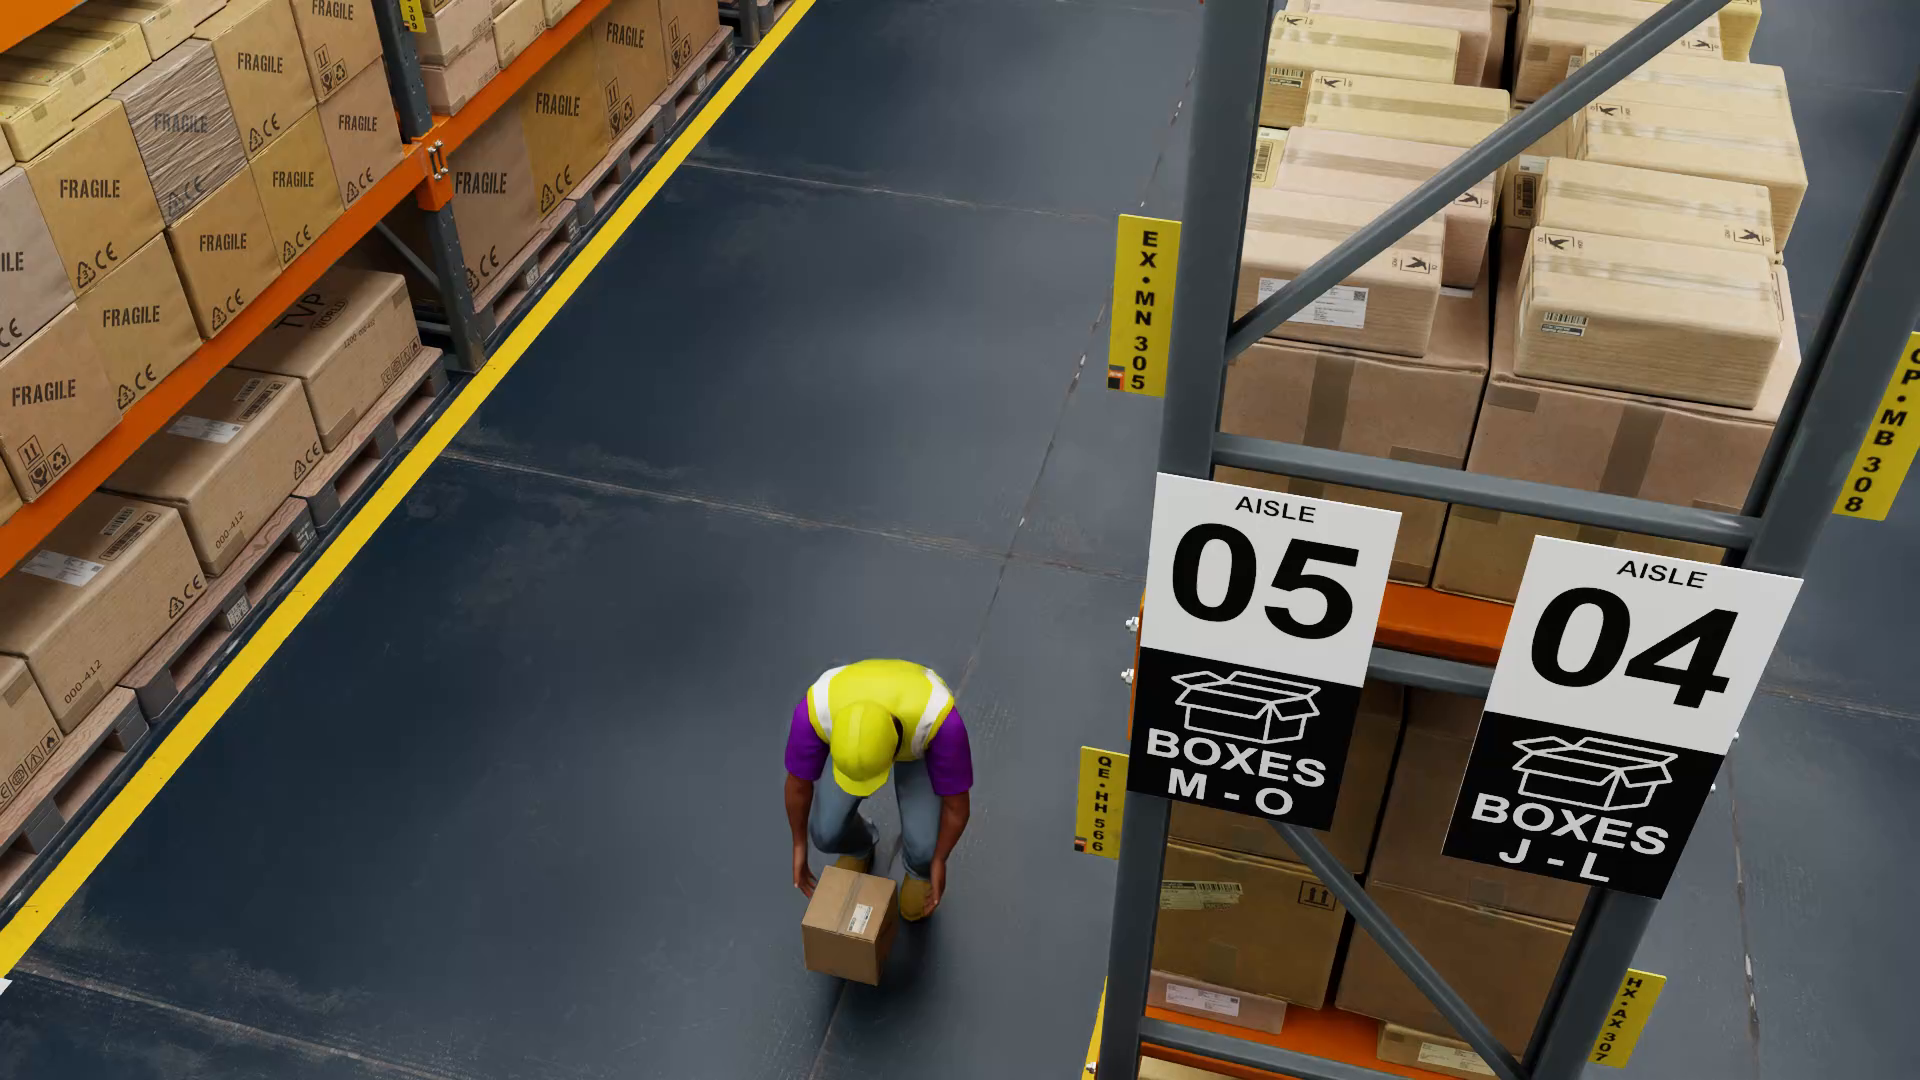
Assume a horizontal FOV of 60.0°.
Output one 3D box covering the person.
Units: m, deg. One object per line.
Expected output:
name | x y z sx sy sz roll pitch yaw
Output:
person | -0.237 0.803 5.597 0.626 1.260 0.823 9 42 10
